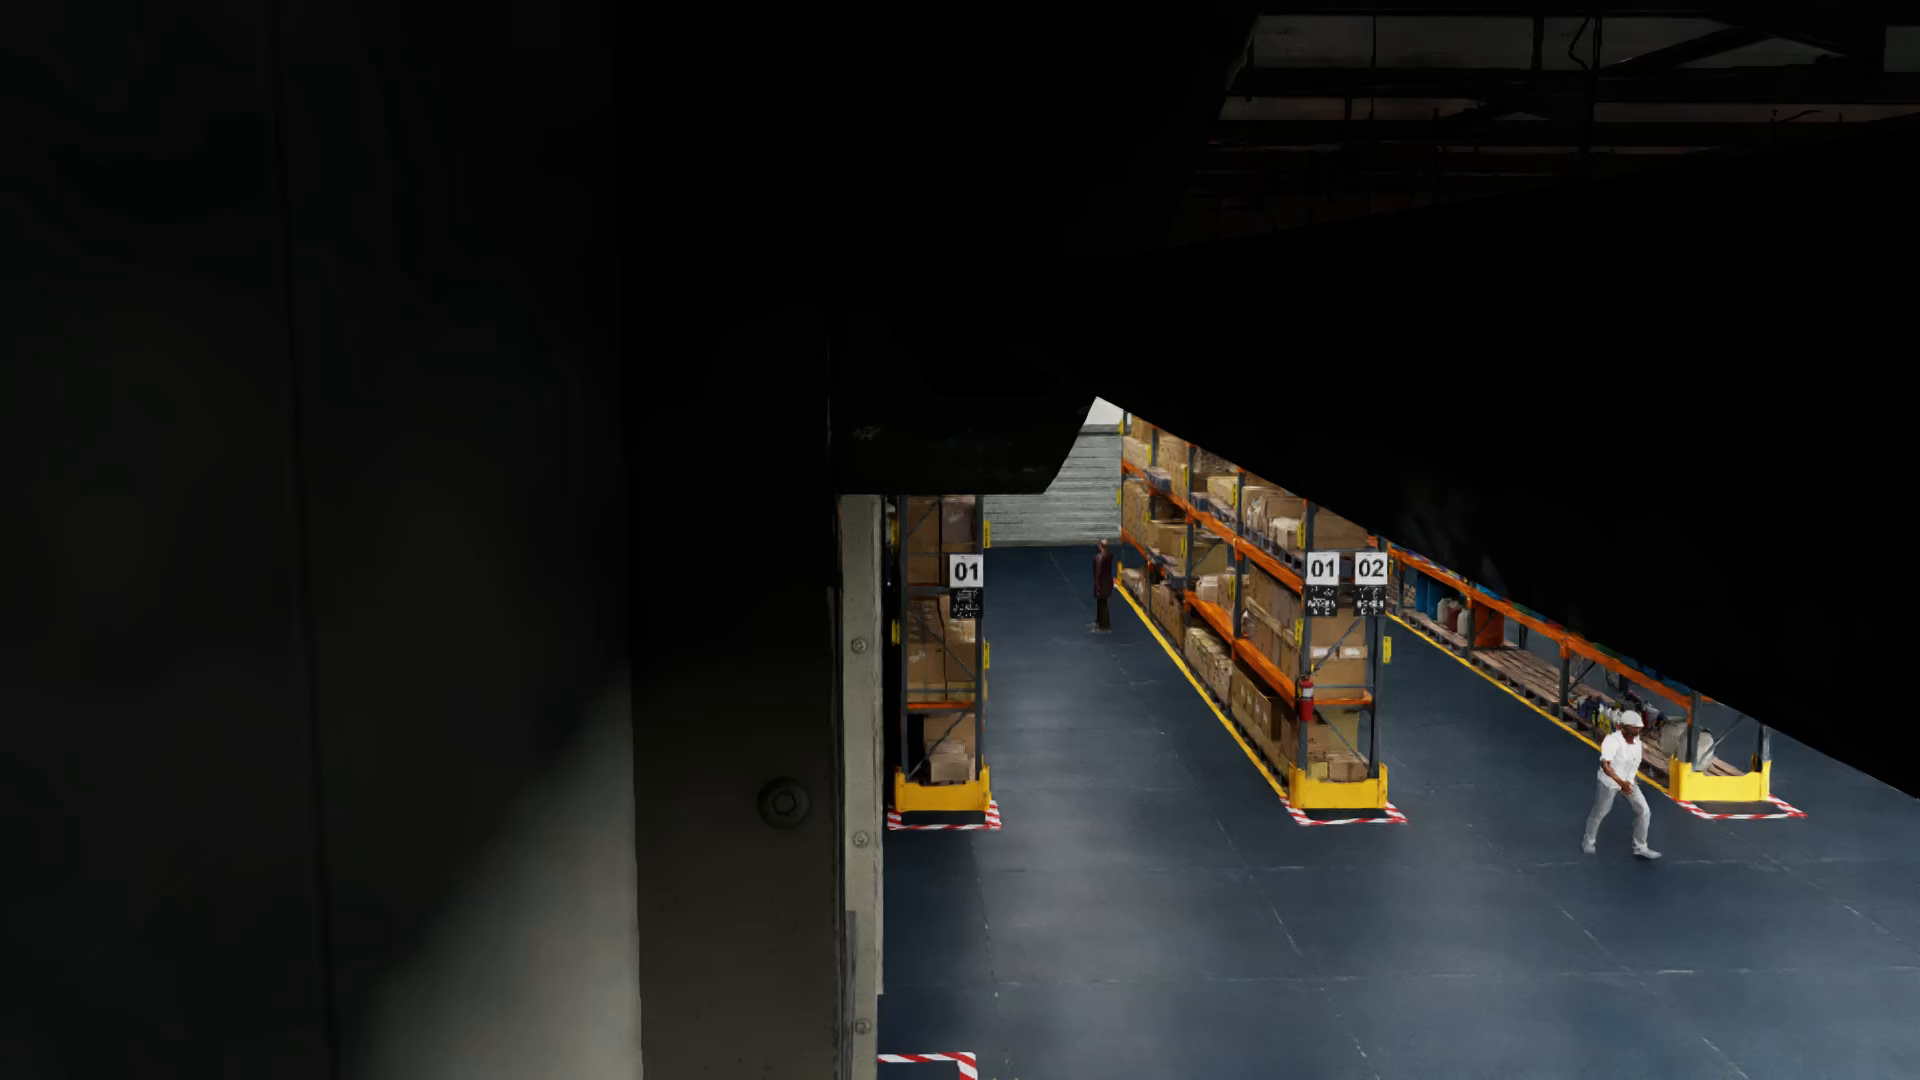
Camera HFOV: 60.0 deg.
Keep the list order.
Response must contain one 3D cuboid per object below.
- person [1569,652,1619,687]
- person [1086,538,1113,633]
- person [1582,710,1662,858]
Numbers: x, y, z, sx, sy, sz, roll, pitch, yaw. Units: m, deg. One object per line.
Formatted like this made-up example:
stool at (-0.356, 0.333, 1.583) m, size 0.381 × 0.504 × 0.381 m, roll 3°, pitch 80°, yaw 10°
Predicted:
person at (10.337, 1.565, 27.020) m, size 0.656 × 1.592 × 0.818 m, roll -3°, pitch 9°, yaw -19°
person at (2.627, 0.836, 31.241) m, size 0.556 × 1.781 × 0.631 m, roll 4°, pitch 10°, yaw 28°
person at (7.436, 2.732, 18.748) m, size 0.703 × 1.710 × 0.761 m, roll -4°, pitch 9°, yaw -24°
